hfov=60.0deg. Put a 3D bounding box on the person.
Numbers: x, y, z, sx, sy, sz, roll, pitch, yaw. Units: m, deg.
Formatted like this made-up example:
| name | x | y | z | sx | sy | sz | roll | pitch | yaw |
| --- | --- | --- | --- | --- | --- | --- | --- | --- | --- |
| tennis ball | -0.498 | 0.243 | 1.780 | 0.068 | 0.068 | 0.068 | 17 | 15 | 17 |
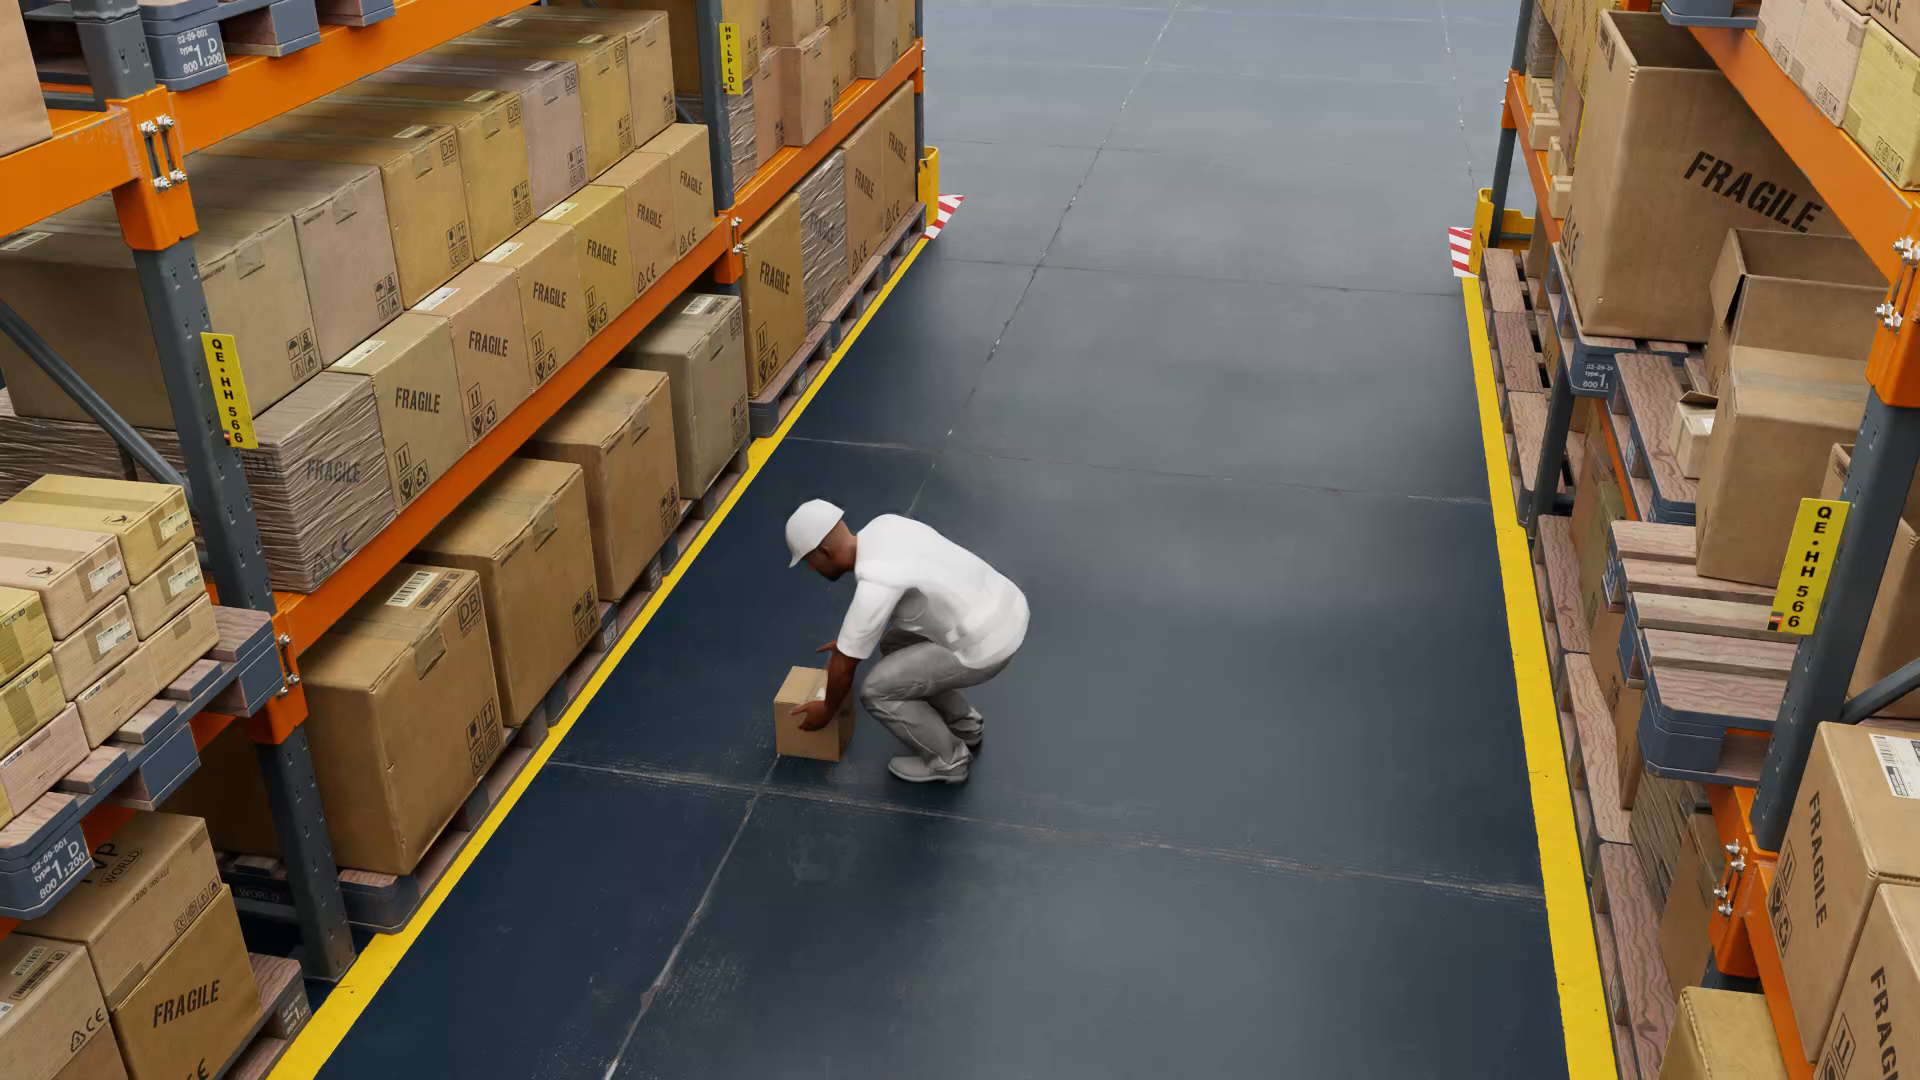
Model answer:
| name | x | y | z | sx | sy | sz | roll | pitch | yaw |
| --- | --- | --- | --- | --- | --- | --- | --- | --- | --- |
| person | -0.194 | 0.367 | 6.141 | 0.875 | 1.086 | 0.602 | 6 | 29 | 11 |
